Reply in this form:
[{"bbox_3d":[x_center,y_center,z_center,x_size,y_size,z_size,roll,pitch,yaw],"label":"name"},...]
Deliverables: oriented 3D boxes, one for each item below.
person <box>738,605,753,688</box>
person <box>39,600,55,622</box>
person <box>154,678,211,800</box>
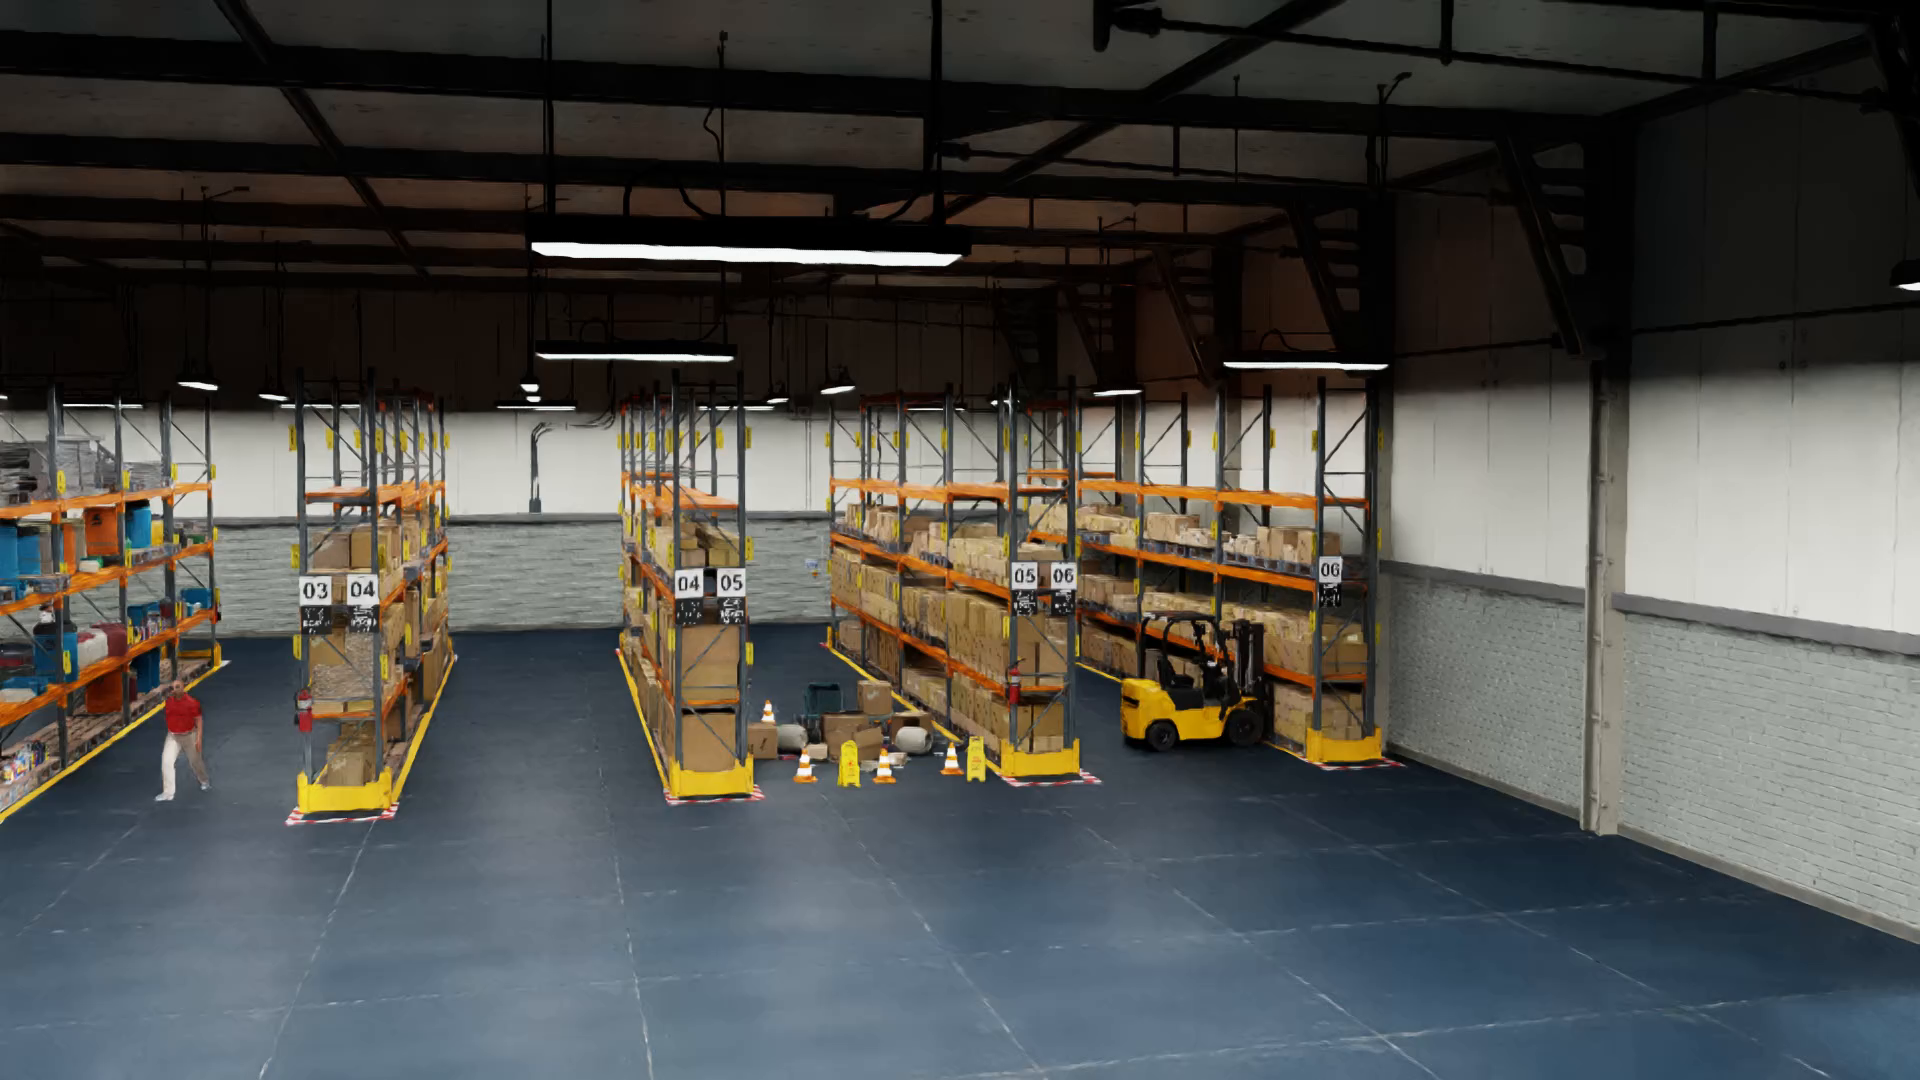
[{"bbox_3d":[-4.392,2.079,33.739,0.522,1.790,0.652,-2,4,-34],"label":"person"},{"bbox_3d":[-19.058,2.077,34.739,0.368,1.677,0.583,-2,4,-26],"label":"person"},{"bbox_3d":[-10.883,2.764,23.342,0.568,1.677,0.942,0,3,2],"label":"person"}]
